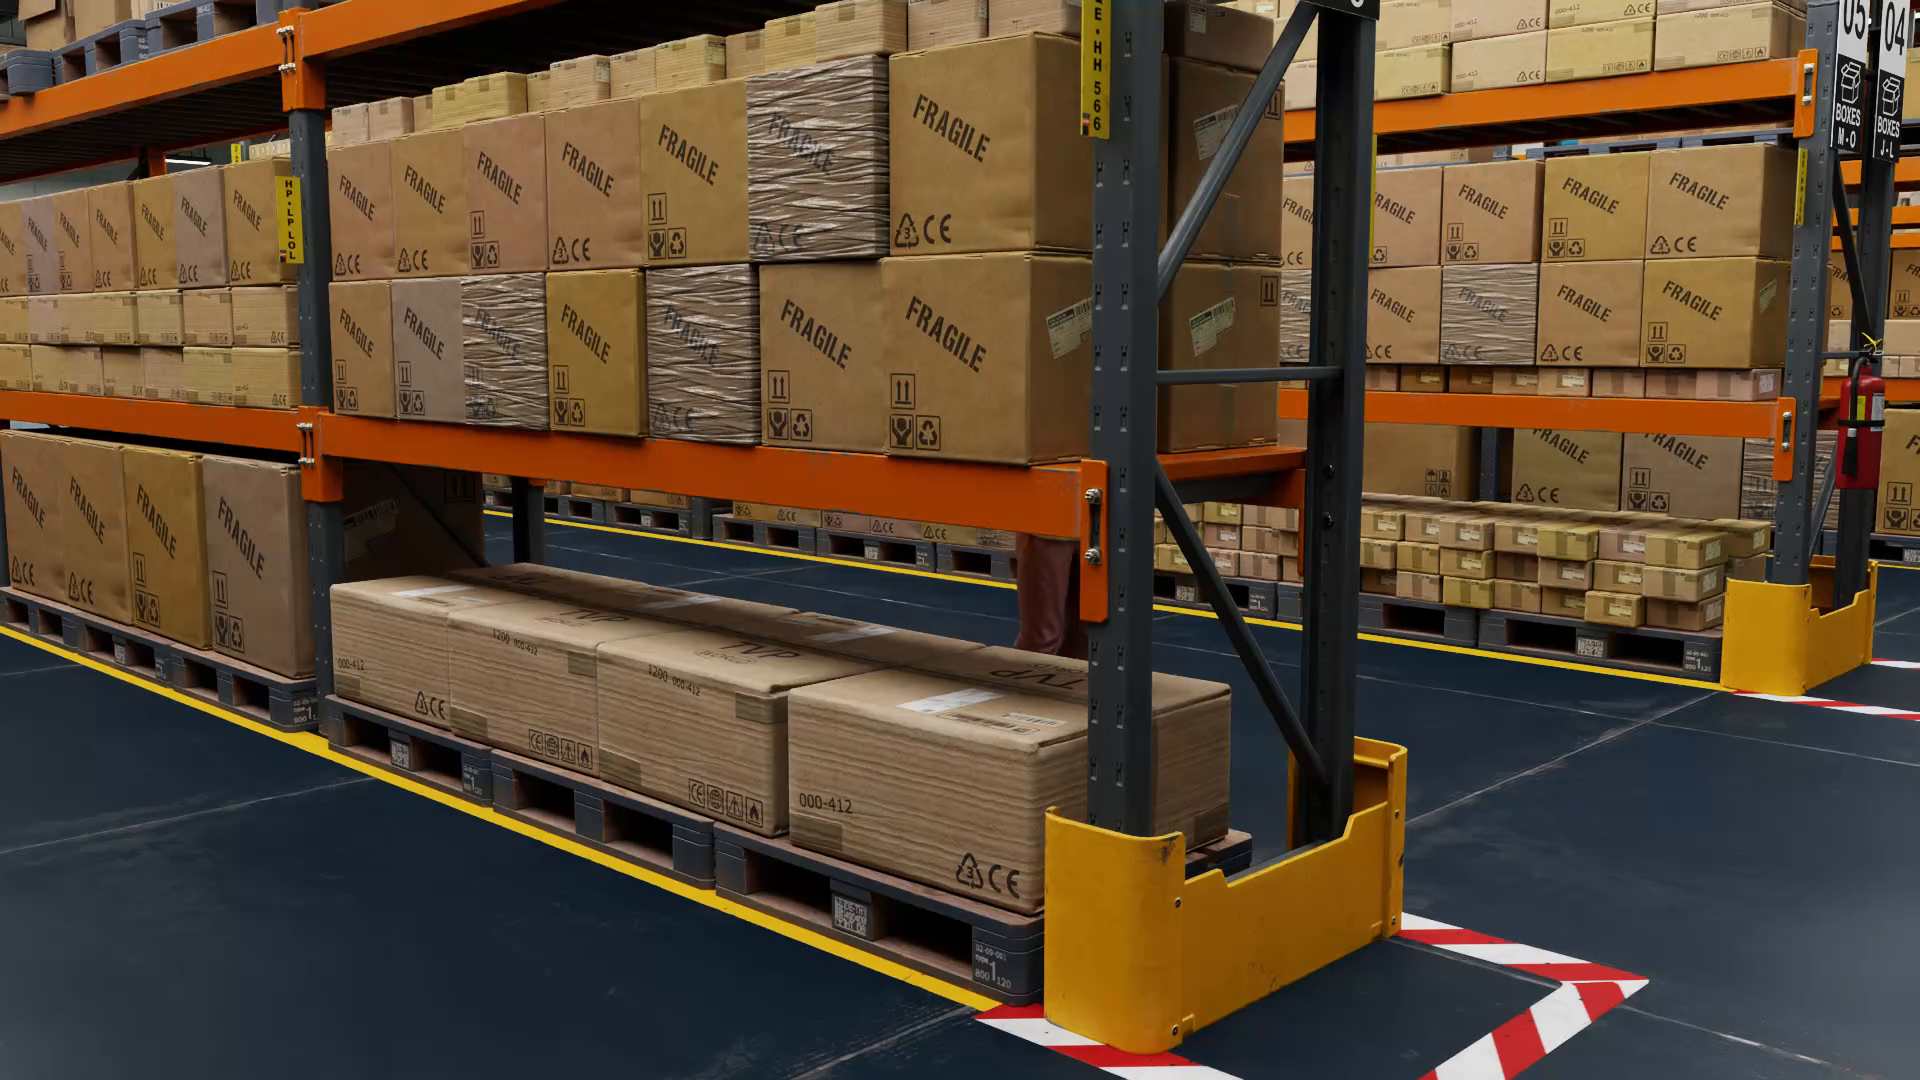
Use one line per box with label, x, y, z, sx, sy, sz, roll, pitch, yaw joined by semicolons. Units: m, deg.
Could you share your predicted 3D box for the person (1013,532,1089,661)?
person;0.374;0.012;6.324;0.439;1.696;0.372;-7;10;-43
